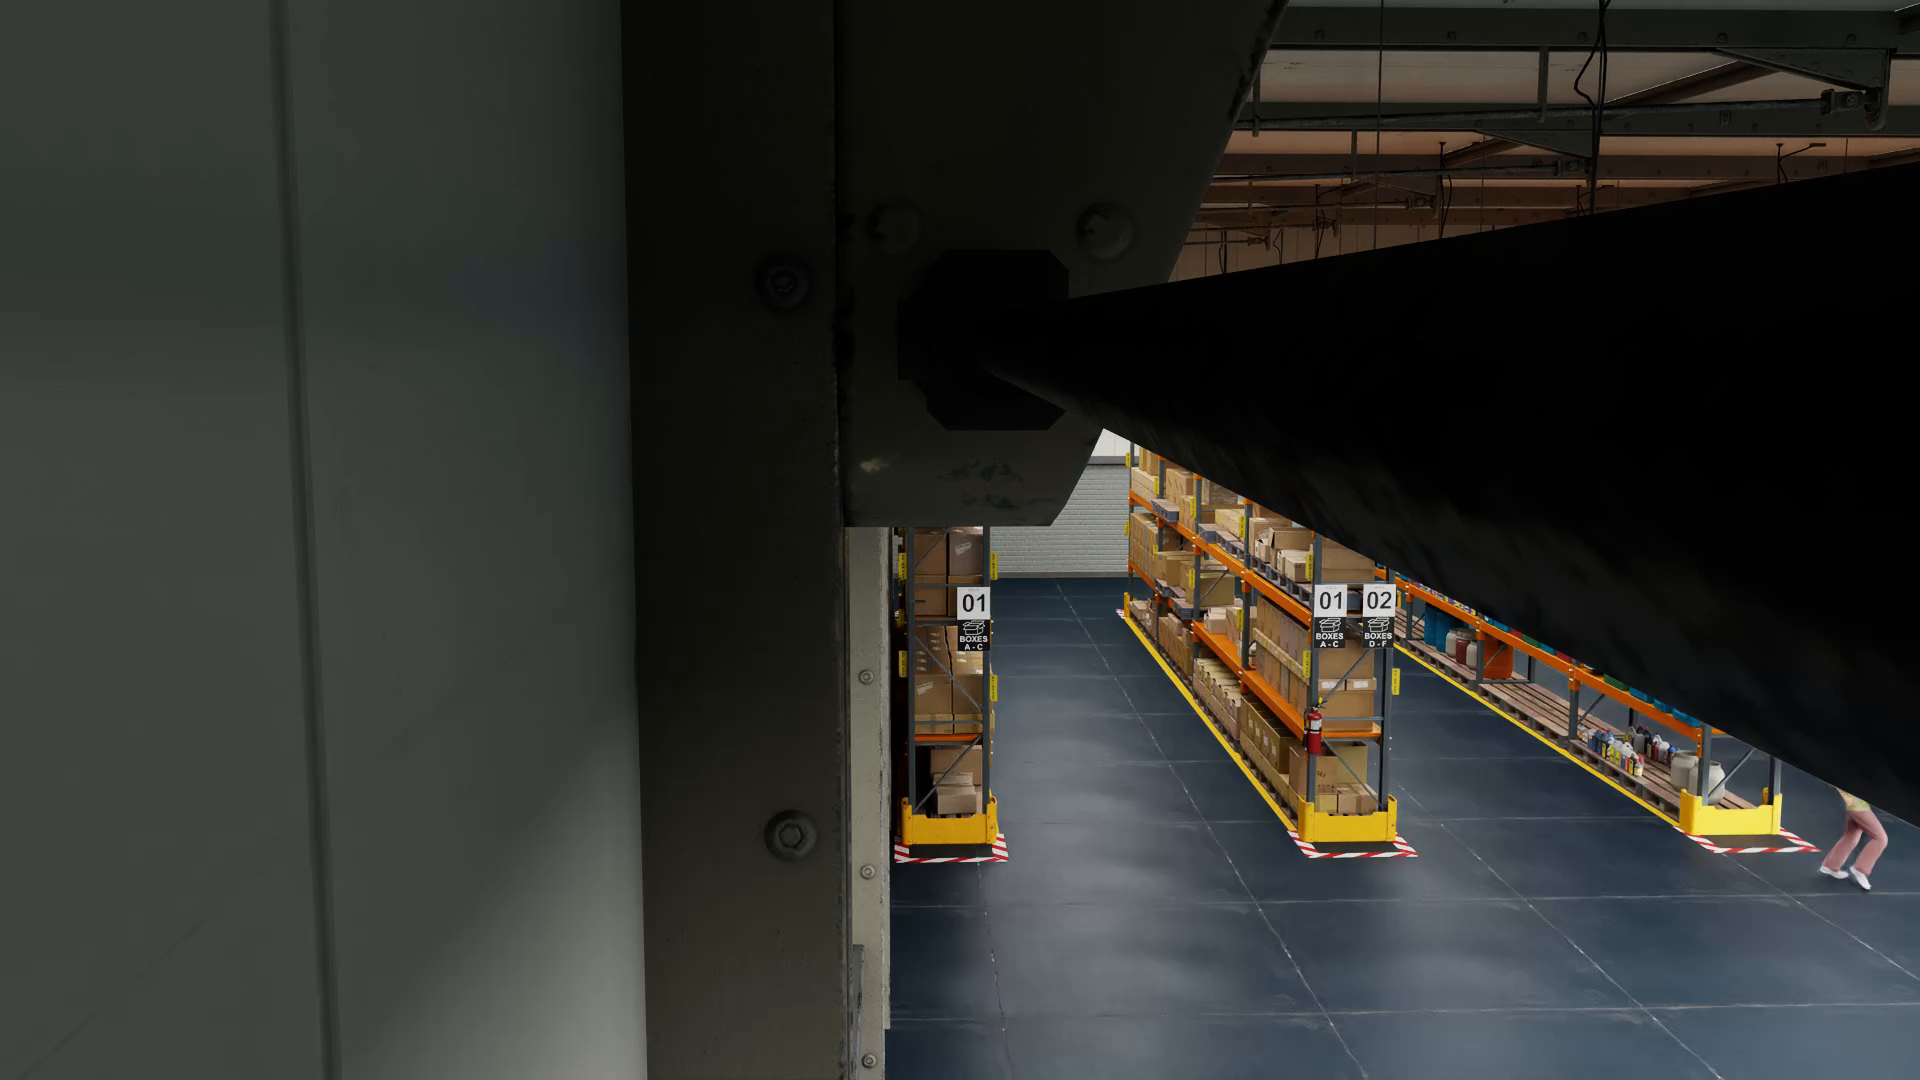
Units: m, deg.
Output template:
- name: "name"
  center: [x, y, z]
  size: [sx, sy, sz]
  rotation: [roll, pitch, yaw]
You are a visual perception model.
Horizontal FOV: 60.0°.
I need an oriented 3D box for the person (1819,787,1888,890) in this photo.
- name: "person"
  center: [10.207, 3.099, 18.967]
  size: [0.636, 1.668, 0.566]
  rotation: [5, 9, 32]
